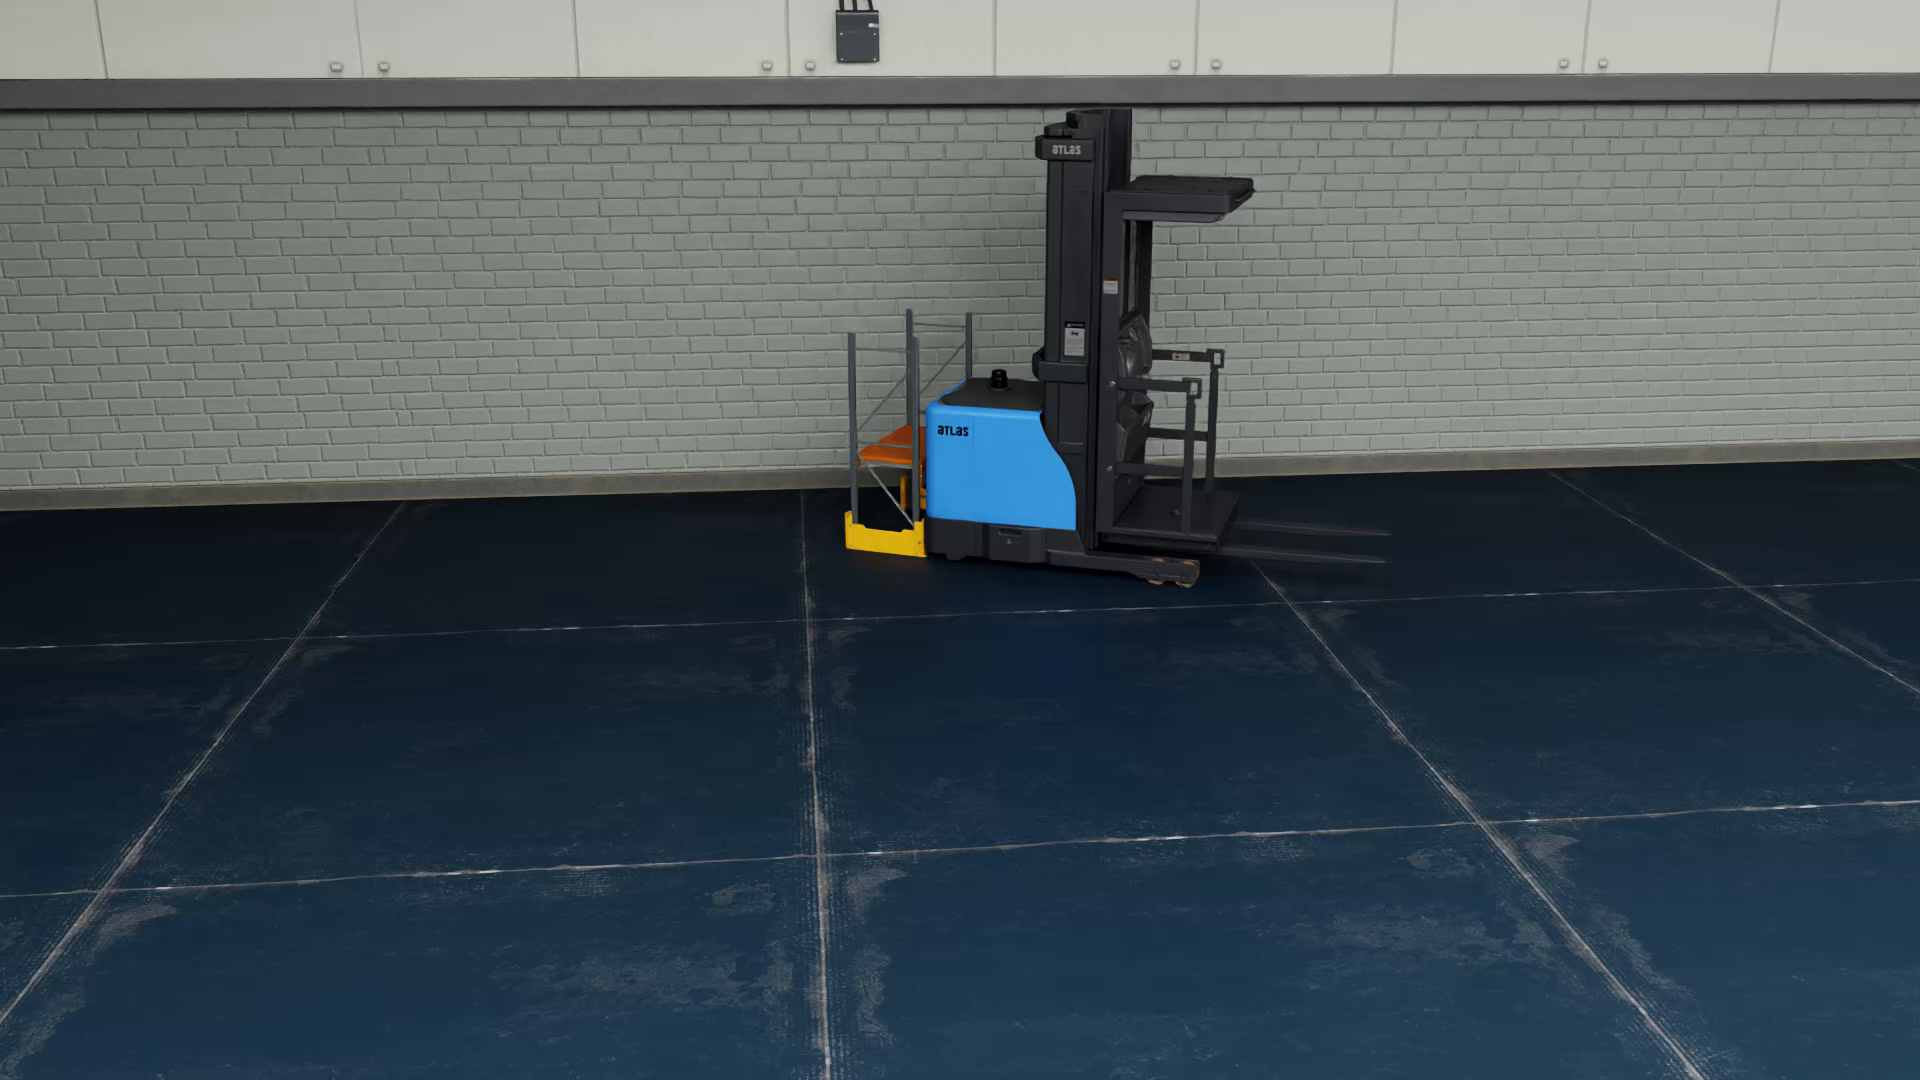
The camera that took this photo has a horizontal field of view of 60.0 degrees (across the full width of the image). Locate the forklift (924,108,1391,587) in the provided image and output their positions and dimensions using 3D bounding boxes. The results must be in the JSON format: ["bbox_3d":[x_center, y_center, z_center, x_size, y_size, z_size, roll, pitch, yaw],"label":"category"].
[{"bbox_3d":[1.332,-1.272,10.836,3.031,2.935,1.130,5,18,16],"label":"forklift"}]

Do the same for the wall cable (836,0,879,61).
[{"bbox_3d":[0.261,-6.347,11.194,2.305,6.003,0.169,-2,18,-6],"label":"wall cable"}]

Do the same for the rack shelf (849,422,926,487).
[{"bbox_3d":[-0.330,-0.610,11.718,0.538,0.185,1.000,6,19,20],"label":"rack shelf"}]

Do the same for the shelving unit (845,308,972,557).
[{"bbox_3d":[-0.333,-0.779,11.656,0.587,1.500,1.083,6,19,20],"label":"shelving unit"}]

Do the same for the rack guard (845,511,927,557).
[{"bbox_3d":[-0.509,-0.043,11.398,0.587,0.250,0.087,6,19,20],"label":"rack guard"}]

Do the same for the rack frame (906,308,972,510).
[{"bbox_3d":[-0.151,-0.924,12.118,0.500,1.500,0.032,6,19,20],"label":"rack frame"}]

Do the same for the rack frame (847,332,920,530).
[{"bbox_3d":[-0.509,-0.639,11.210,0.500,1.500,0.032,6,19,20],"label":"rack frame"}]

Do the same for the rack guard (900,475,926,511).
[{"bbox_3d":[-0.158,-0.323,12.287,0.587,0.250,0.087,6,19,20],"label":"rack guard"}]
